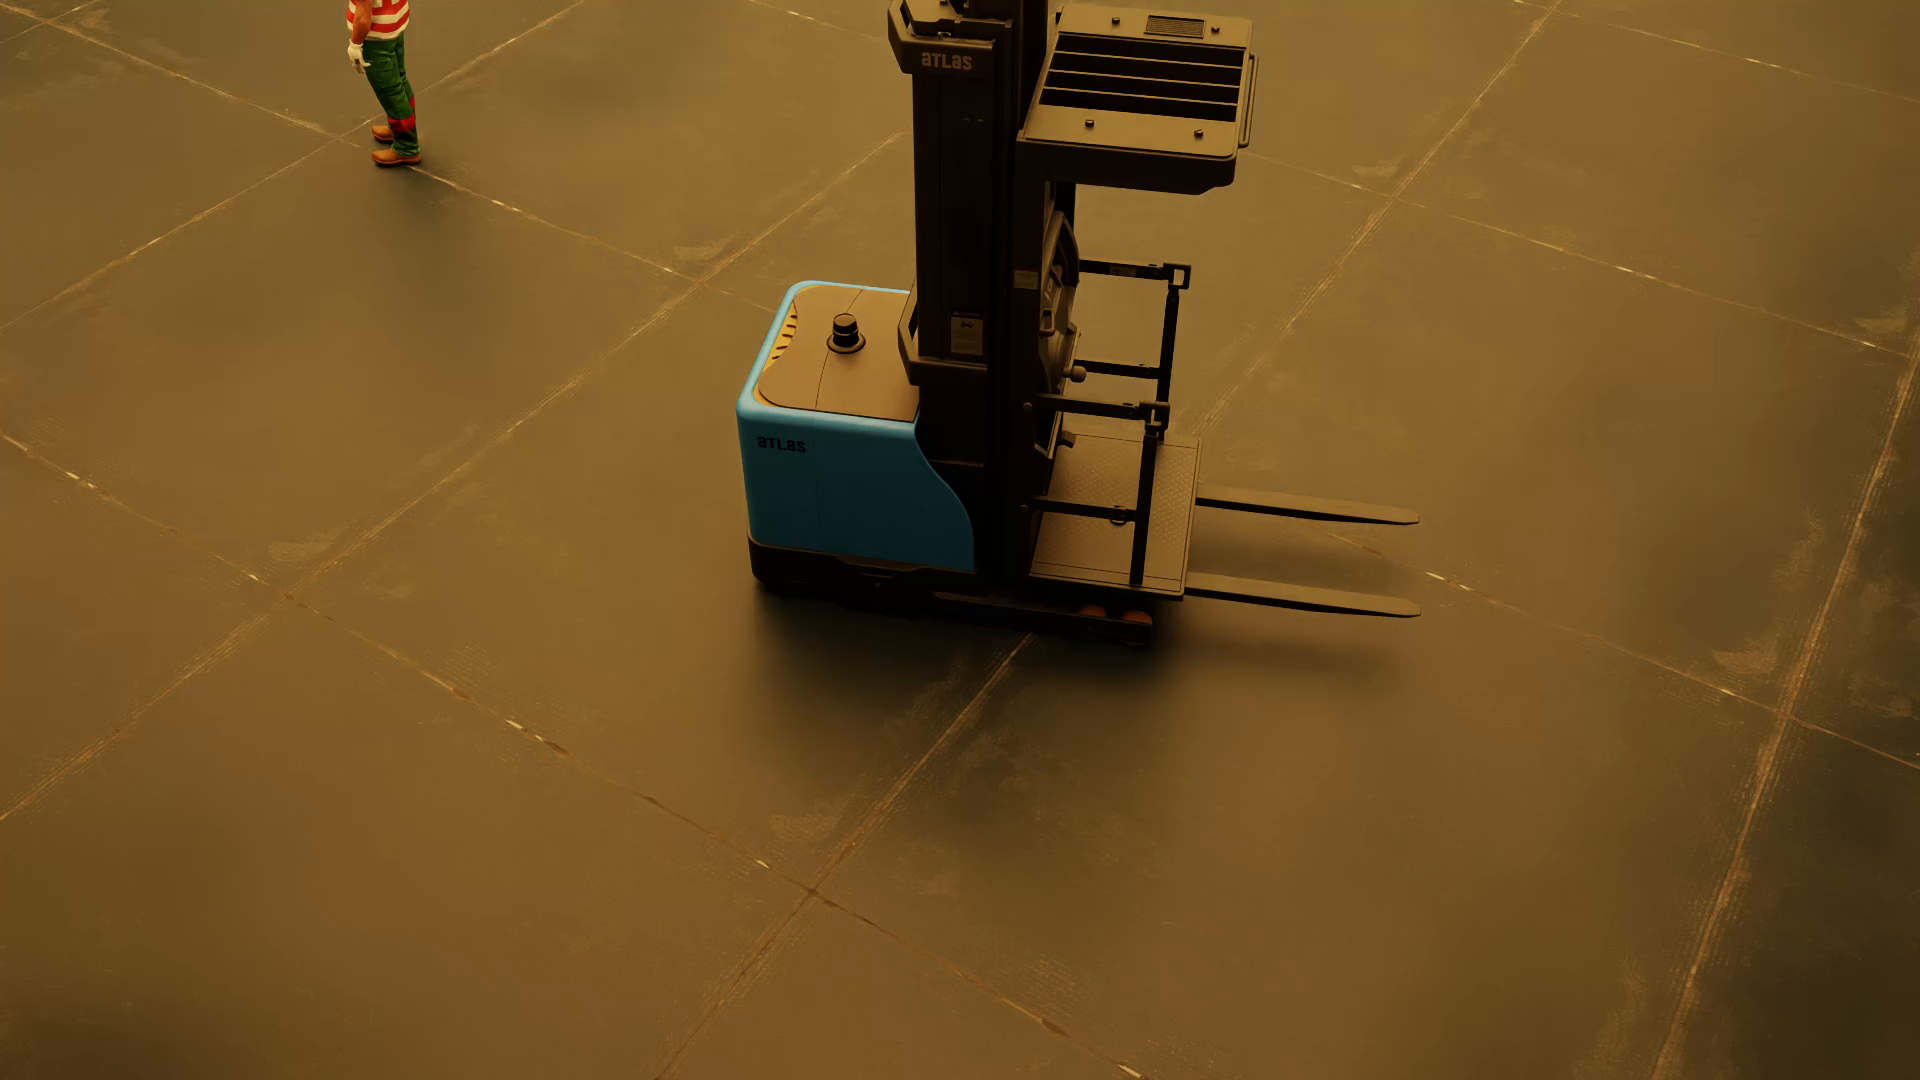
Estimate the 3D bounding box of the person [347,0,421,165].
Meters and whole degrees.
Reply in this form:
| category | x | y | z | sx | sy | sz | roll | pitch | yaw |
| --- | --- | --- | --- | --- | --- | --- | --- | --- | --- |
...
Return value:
| category | x | y | z | sx | sy | sz | roll | pitch | yaw |
| --- | --- | --- | --- | --- | --- | --- | --- | --- | --- |
| person | -3.530 | -3.060 | 9.895 | 0.564 | 1.787 | 0.637 | 5 | 44 | 5 |

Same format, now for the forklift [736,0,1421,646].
| category | x | y | z | sx | sy | sz | roll | pitch | yaw |
| --- | --- | --- | --- | --- | --- | --- | --- | --- | --- |
| forklift | 0.598 | -0.987 | 6.890 | 3.031 | 2.935 | 1.130 | 7 | 44 | 8 |
